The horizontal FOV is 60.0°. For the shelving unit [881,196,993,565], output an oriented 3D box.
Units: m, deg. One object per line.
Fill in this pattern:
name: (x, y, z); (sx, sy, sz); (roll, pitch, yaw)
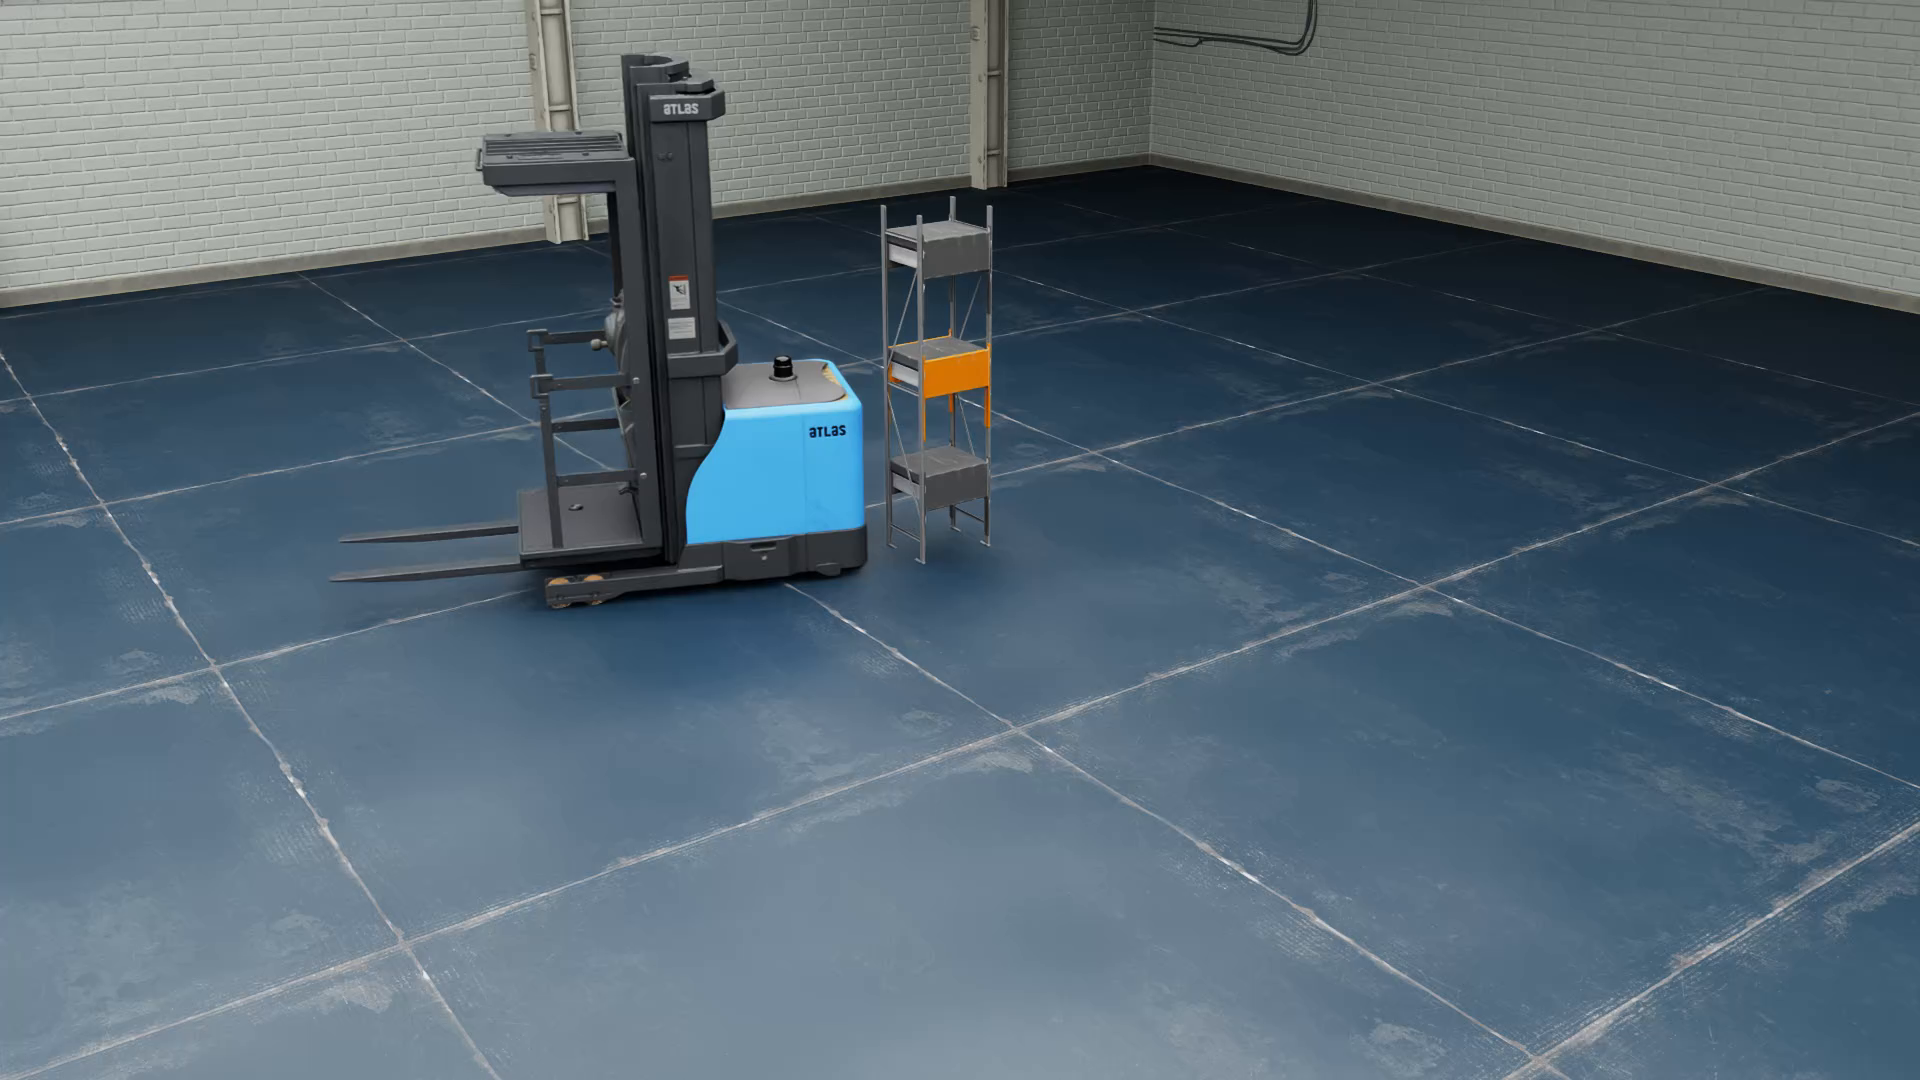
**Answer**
shelving unit: (-0.134, -0.939, 9.917); (0.503, 2.100, 0.431); (-15, 26, -33)

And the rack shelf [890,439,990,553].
rack shelf: (-0.134, -0.277, 10.182); (0.480, 0.518, 0.431); (-15, 26, -33)

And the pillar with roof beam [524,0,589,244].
pillar with roof beam: (-1.971, -6.319, 14.090); (0.400, 9.000, 9.100); (-15, 26, -33)

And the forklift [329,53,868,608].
forklift: (-2.123, -1.190, 9.425); (3.031, 2.935, 1.130); (-6, 22, -14)

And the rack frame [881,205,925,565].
rack frame: (-0.332, -0.887, 9.785); (0.015, 2.100, 0.400); (-15, 26, -33)

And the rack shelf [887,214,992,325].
rack shelf: (-0.134, -1.577, 9.663); (0.480, 0.518, 0.431); (-15, 26, -33)

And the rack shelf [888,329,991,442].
rack shelf: (-0.134, -0.927, 9.922); (0.480, 0.518, 0.431); (-15, 26, -33)

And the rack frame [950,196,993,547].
rack frame: (0.064, -0.992, 10.050); (0.015, 2.100, 0.400); (-15, 26, -33)

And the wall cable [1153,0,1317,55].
wall cable: (3.549, -7.711, 21.767); (0.112, 2.526, 3.097); (-15, 26, -33)

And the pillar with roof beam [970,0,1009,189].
pillar with roof beam: (2.900, -7.618, 17.345); (0.400, 9.000, 9.100); (-15, 26, -33)
